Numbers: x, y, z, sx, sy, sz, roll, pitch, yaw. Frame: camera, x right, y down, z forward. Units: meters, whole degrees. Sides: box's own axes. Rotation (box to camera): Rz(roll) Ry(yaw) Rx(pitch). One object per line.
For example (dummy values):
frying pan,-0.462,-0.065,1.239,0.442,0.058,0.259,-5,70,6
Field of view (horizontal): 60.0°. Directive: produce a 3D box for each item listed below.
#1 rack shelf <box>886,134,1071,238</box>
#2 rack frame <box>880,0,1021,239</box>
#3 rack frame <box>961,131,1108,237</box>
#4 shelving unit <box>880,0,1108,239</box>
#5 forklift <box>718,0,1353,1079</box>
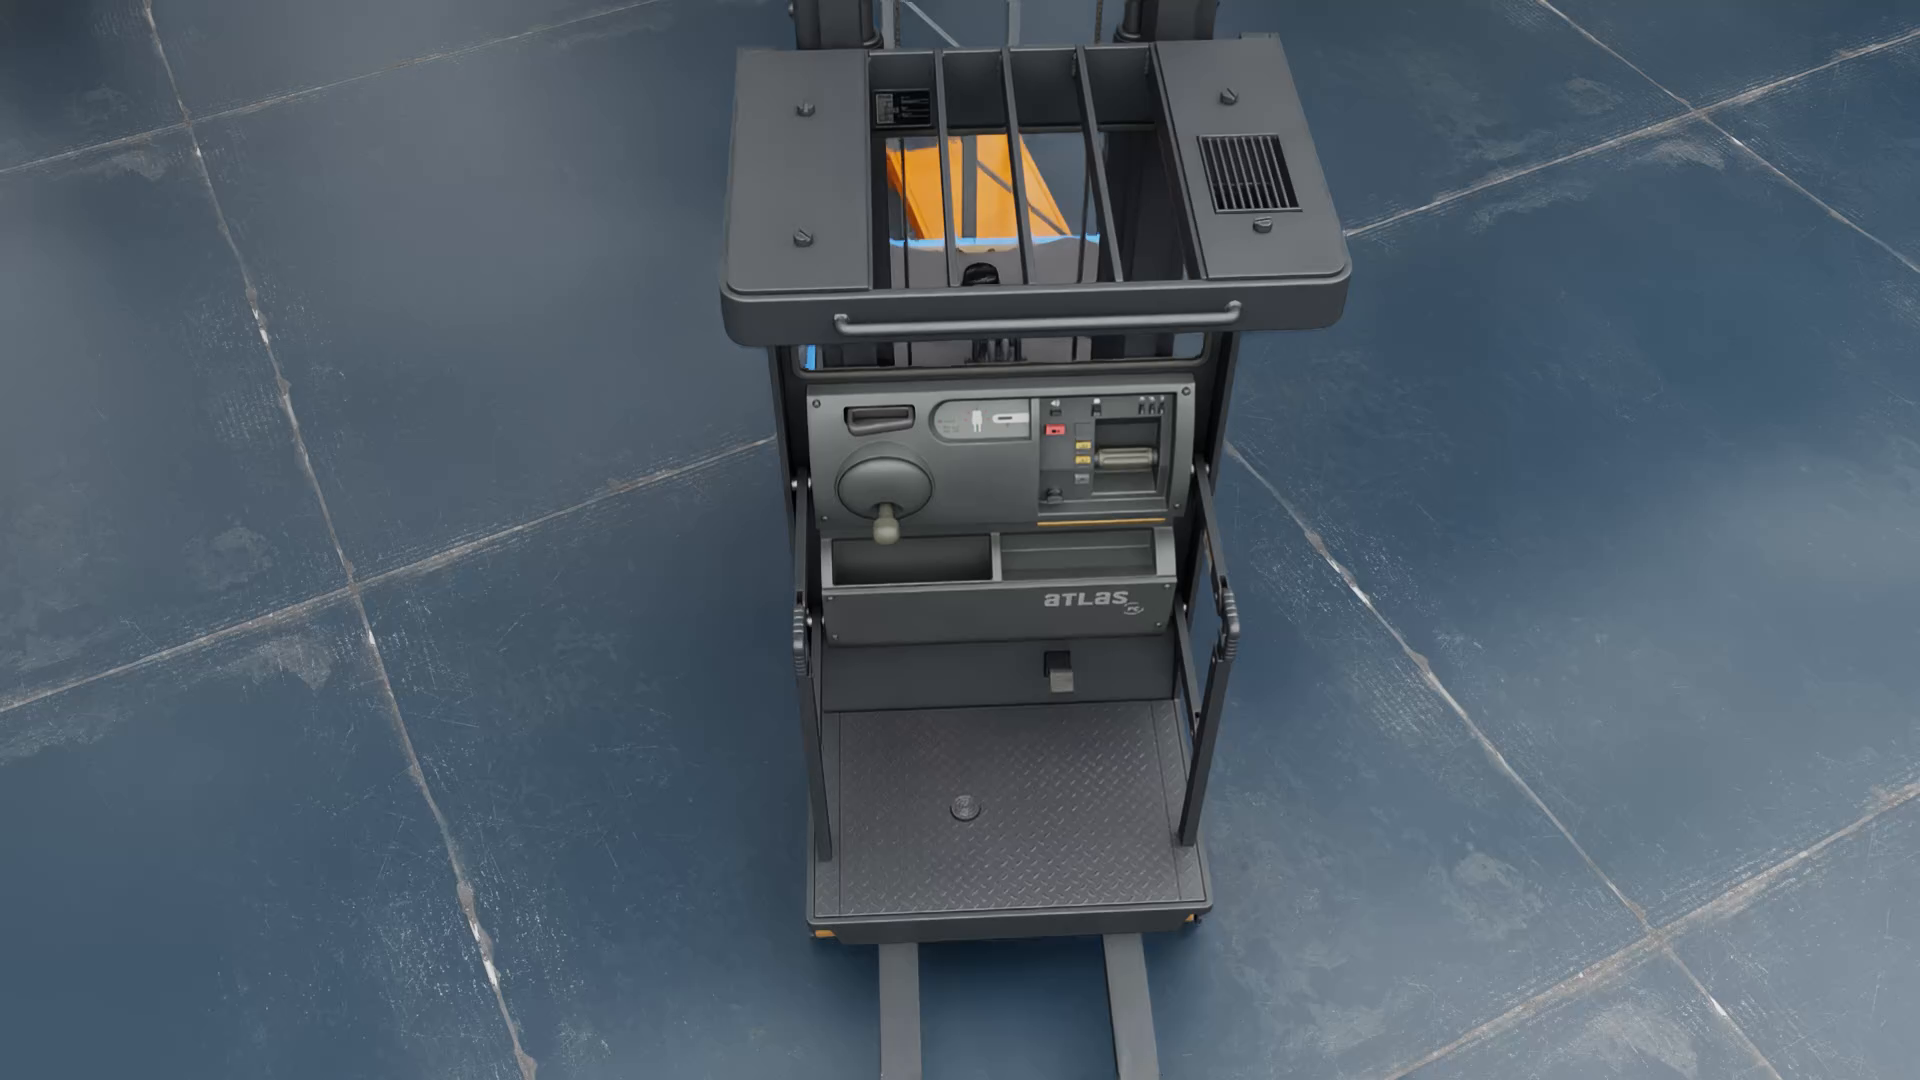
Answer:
rack shelf,0.108,-1.084,5.941,0.538,0.185,1.000,-12,50,-10
rack frame,-0.031,-1.571,6.127,0.500,1.500,0.032,-12,50,-10
rack frame,0.247,-0.835,5.484,0.500,1.500,0.032,-12,50,-10
shelving unit,0.105,-1.209,5.811,0.587,1.500,1.083,-12,50,-10
forklift,0.113,-0.092,3.884,1.130,2.935,3.031,-2,49,-2
